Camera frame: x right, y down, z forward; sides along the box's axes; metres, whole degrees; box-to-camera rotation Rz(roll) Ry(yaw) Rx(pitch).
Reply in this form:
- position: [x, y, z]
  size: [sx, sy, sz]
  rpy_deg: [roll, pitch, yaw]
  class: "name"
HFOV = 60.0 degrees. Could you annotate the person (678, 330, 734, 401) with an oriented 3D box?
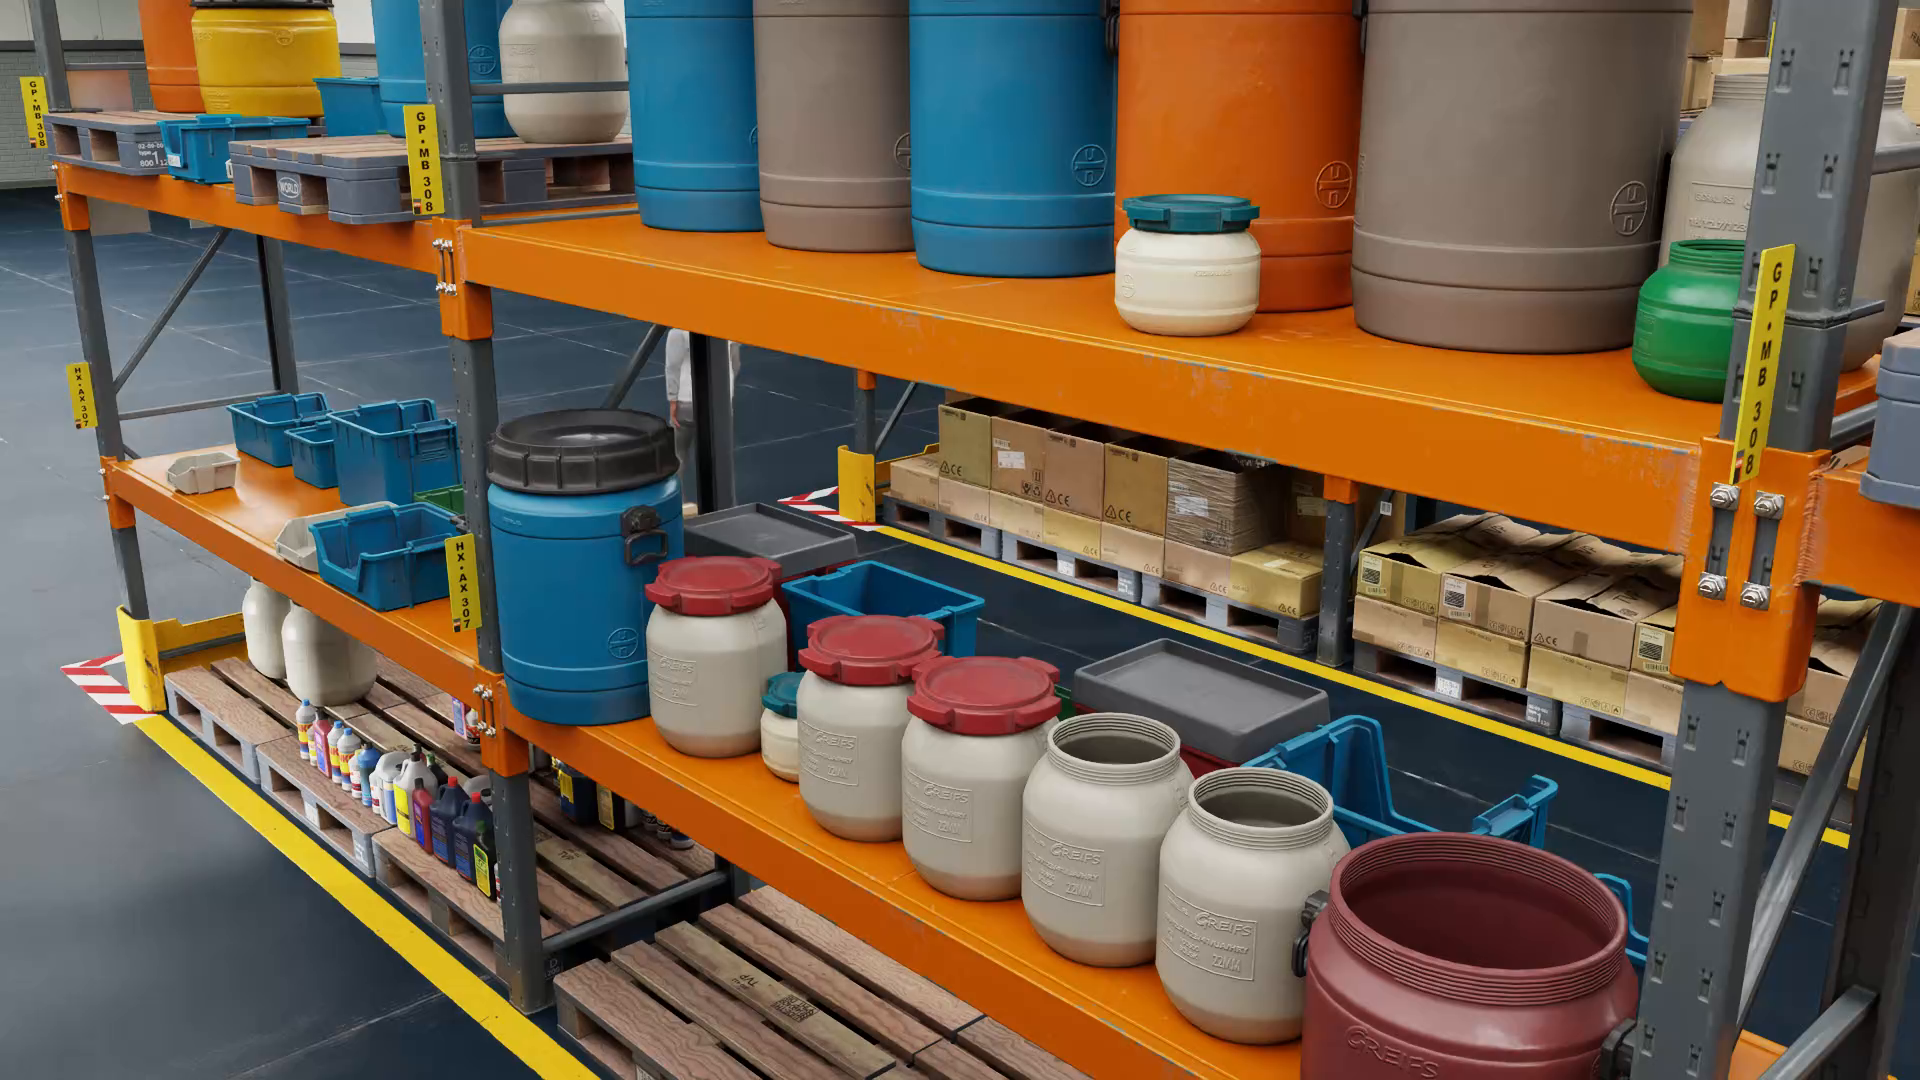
- position: [-1.872, -1.029, 11.809]
  size: [0.516, 1.718, 0.876]
  rpy_deg: [-5, 18, -16]
  class: "person"
